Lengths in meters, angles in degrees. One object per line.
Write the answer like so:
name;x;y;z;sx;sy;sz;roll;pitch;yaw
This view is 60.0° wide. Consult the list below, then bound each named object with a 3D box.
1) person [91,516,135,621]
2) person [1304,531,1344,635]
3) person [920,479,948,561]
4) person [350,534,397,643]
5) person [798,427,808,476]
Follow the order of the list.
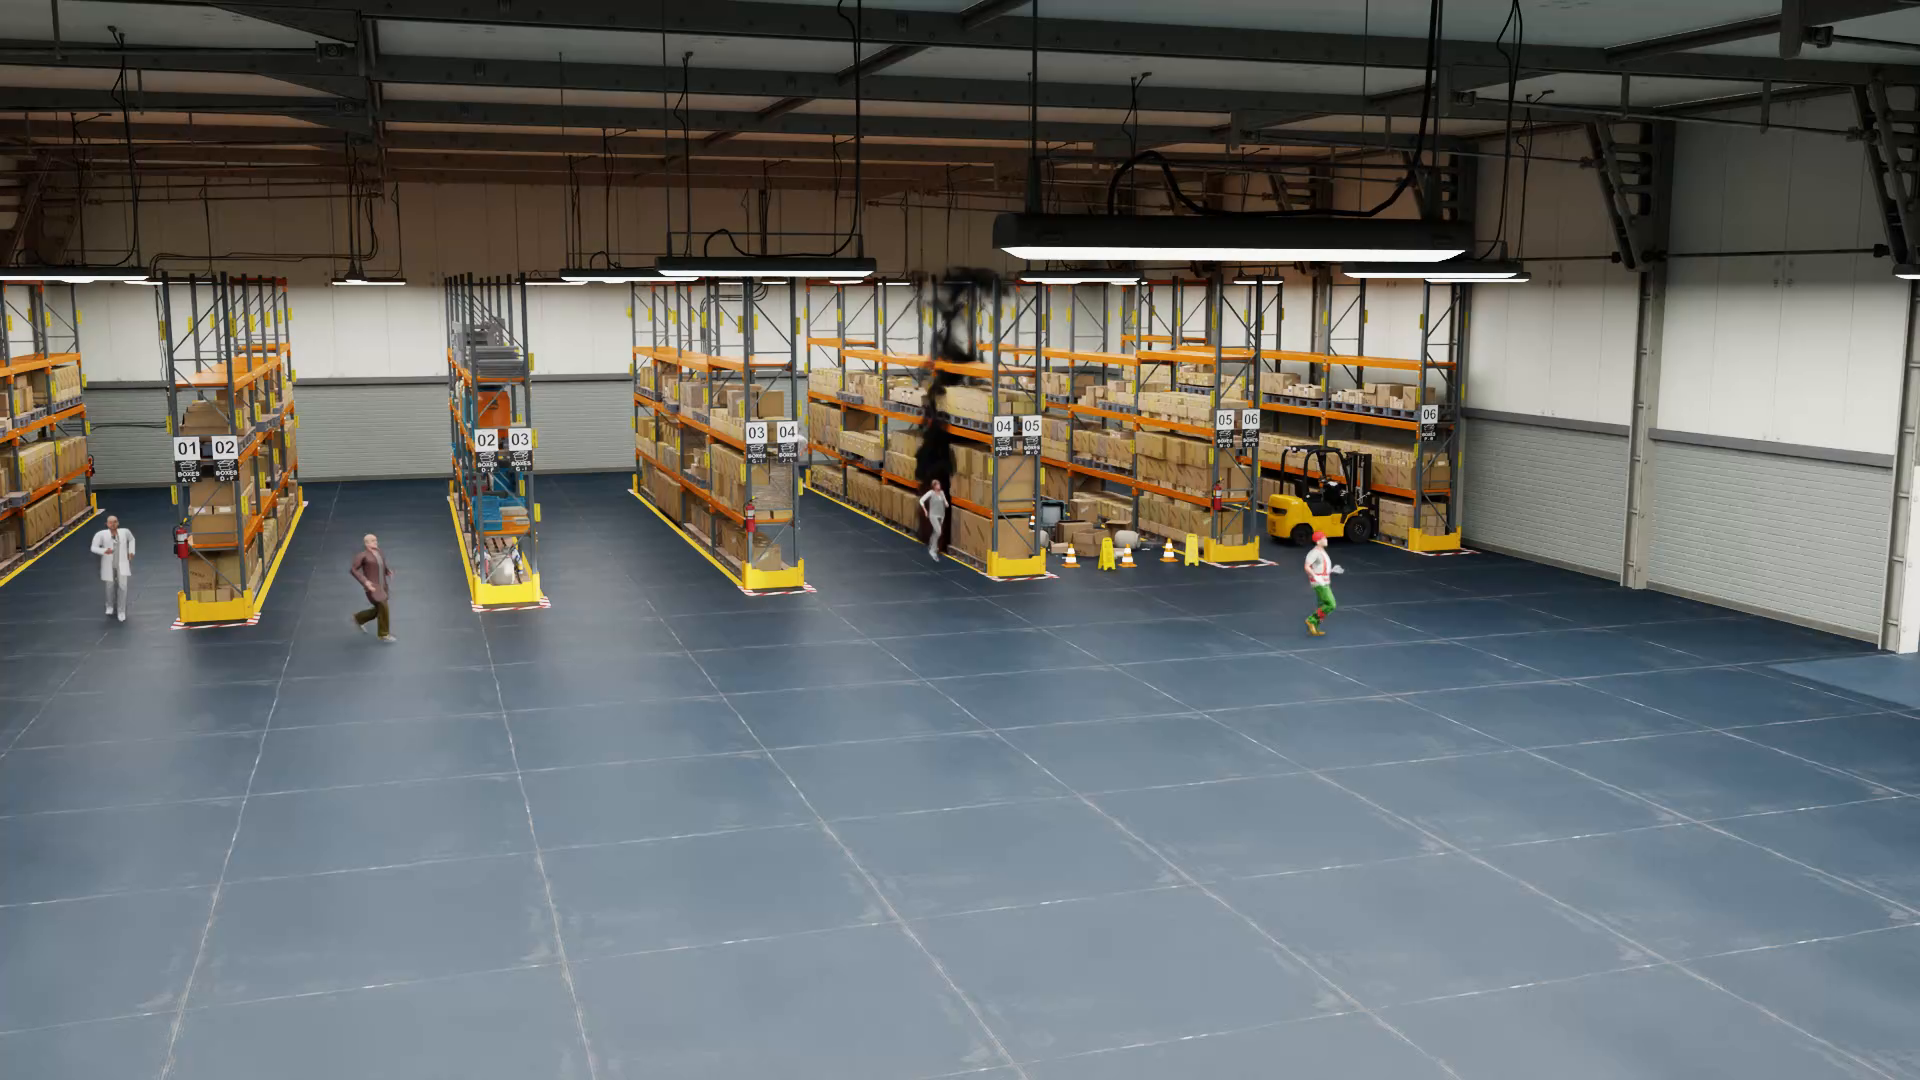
person;-14.754;0.494;29.039;0.716;1.867;0.833;-5;10;-31
person;6.012;0.721;27.444;0.584;1.742;0.643;3;9;21
person;-0.469;-0.407;33.617;0.503;1.661;0.665;-7;11;-40
person;-9.604;0.781;27.172;0.844;1.771;0.704;3;9;16
person;-4.896;-2.527;49.081;0.725;1.732;0.576;6;11;36
